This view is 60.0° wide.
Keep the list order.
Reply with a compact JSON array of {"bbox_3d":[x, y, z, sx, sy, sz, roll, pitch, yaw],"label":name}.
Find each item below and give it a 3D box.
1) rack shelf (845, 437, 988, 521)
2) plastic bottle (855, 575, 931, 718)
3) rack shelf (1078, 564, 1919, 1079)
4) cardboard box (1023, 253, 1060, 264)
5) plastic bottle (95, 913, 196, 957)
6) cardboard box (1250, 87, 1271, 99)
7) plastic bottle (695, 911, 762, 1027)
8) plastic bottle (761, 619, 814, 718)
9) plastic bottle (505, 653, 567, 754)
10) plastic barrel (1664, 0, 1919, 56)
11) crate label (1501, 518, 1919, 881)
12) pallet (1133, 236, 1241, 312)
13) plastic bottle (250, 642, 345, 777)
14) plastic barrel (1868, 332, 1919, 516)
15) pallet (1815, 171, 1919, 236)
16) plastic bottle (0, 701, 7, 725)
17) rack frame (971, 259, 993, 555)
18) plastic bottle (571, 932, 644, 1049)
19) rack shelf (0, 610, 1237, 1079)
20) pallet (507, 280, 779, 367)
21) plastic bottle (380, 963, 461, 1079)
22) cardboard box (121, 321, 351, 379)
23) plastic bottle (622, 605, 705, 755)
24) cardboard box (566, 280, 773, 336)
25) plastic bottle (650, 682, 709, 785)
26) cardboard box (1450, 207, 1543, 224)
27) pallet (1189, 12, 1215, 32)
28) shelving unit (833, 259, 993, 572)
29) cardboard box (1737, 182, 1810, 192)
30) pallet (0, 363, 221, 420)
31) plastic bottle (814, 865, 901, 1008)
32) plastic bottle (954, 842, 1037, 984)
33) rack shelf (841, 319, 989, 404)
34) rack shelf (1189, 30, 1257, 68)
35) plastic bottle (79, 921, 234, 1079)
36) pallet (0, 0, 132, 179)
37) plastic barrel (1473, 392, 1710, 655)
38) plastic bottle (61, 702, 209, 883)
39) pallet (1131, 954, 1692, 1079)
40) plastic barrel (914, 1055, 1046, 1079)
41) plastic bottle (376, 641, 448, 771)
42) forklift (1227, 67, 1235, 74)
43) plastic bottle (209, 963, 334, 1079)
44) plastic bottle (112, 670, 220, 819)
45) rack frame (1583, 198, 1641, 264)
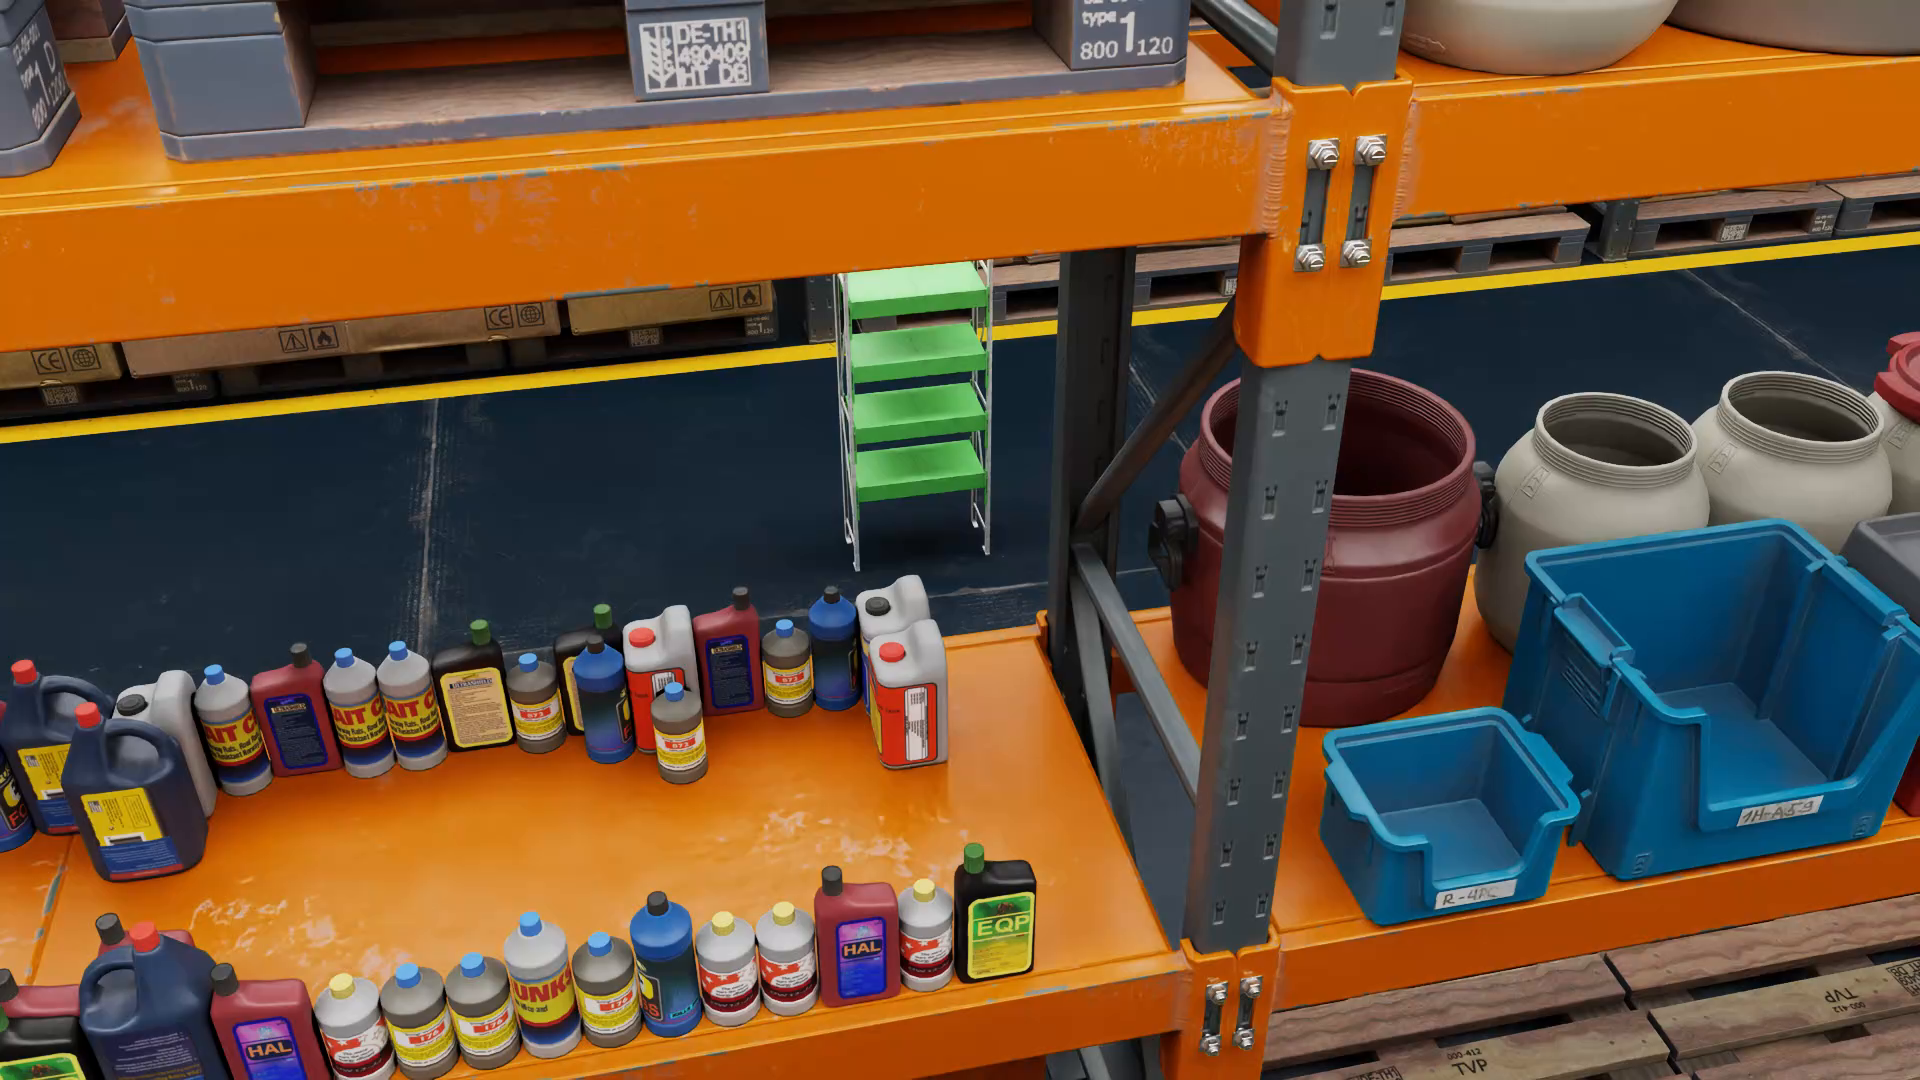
[{"bbox_3d":[-0.161,-0.226,6.055,0.480,0.148,0.258,-7,35,-11],"label":"rack shelf"},{"bbox_3d":[-0.135,0.209,3.358,0.135,0.276,0.152,-7,35,-11],"label":"plastic bottle"},{"bbox_3d":[2.309,0.333,3.708,4.000,0.370,1.077,-7,35,-11],"label":"rack shelf"},{"bbox_3d":[0.453,-1.725,7.977,0.500,0.500,0.700,-10,35,-14],"label":"cardboard box"},{"bbox_3d":[-1.269,0.695,2.627,0.133,0.283,0.061,-7,35,-11],"label":"plastic bottle"},{"bbox_3d":[1.549,-1.867,8.189,0.500,0.500,0.700,-10,35,-15],"label":"cardboard box"},{"bbox_3d":[-0.379,0.689,2.710,0.097,0.201,0.097,0,34,0],"label":"plastic bottle"},{"bbox_3d":[-0.349,0.251,3.362,0.097,0.201,0.097,0,34,0],"label":"plastic bottle"},{"bbox_3d":[-0.836,0.313,3.270,0.097,0.201,0.097,0,34,0],"label":"plastic bottle"},{"bbox_3d":[1.207,-1.157,2.140,0.600,0.901,0.600,0,34,0],"label":"plastic barrel"},{"bbox_3d":[1.387,0.290,3.094,0.616,0.435,0.502,-7,35,-11],"label":"crate label"},{"bbox_3d":[1.216,-1.497,8.292,1.213,0.211,1.003,-7,35,-11],"label":"pallet"},{"bbox_3d":[-1.272,0.323,3.181,0.133,0.283,0.061,-7,35,-11],"label":"plastic bottle"},{"bbox_3d":[2.141,-0.126,3.624,0.433,0.535,0.433,0,34,0],"label":"plastic barrel"},{"bbox_3d":[5.007,-1.999,9.040,1.213,0.211,1.003,-7,35,-11],"label":"pallet"},{"bbox_3d":[-1.809,0.391,3.080,0.133,0.283,0.061,-7,35,-11],"label":"plastic bottle"},{"bbox_3d":[0.077,-0.508,5.930,0.015,1.200,0.240,-7,35,-11],"label":"rack frame"},{"bbox_3d":[-0.569,0.713,2.674,0.097,0.201,0.097,0,34,0],"label":"plastic bottle"},{"bbox_3d":[-1.592,0.825,2.975,4.000,0.370,1.077,-7,35,-11],"label":"rack shelf"},{"bbox_3d":[-1.520,-1.198,7.846,1.213,0.211,1.003,-7,35,-11],"label":"pallet"},{"bbox_3d":[-0.853,0.749,2.621,0.097,0.201,0.097,0,34,0],"label":"plastic bottle"},{"bbox_3d":[-3.145,-1.412,7.192,0.875,0.875,1.225,-8,35,-12],"label":"cardboard box"},{"bbox_3d":[-0.586,0.266,3.273,0.135,0.276,0.152,-7,35,-11],"label":"plastic bottle"},{"bbox_3d":[-1.412,-1.630,7.518,0.875,0.875,1.225,-9,35,-13],"label":"cardboard box"},{"bbox_3d":[-0.541,0.362,3.196,0.097,0.201,0.097,0,34,0],"label":"plastic bottle"},{"bbox_3d":[2.564,-1.984,8.364,0.500,0.500,0.700,-10,35,-14],"label":"cardboard box"},{"bbox_3d":[1.187,-2.598,7.601,1.213,0.211,1.003,-7,35,-11],"label":"pallet"},{"bbox_3d":[-0.161,-0.478,5.885,0.503,1.200,0.258,-7,35,-11],"label":"shelving unit"},{"bbox_3d":[4.123,-2.142,8.616,0.500,0.500,0.500,3,34,5],"label":"cardboard box"},{"bbox_3d":[-3.900,-0.898,7.399,1.213,0.211,1.003,-7,35,-11],"label":"pallet"},{"bbox_3d":[-0.167,0.639,2.711,0.133,0.283,0.061,-7,35,-11],"label":"plastic bottle"},{"bbox_3d":[0.058,0.610,2.754,0.133,0.283,0.061,-7,35,-11],"label":"plastic bottle"},{"bbox_3d":[-0.161,-0.624,5.787,0.480,0.148,0.258,-7,35,-11],"label":"rack shelf"},{"bbox_3d":[1.216,-2.359,7.719,4.000,0.370,1.077,-7,35,-11],"label":"rack shelf"},{"bbox_3d":[-1.221,0.720,2.530,0.185,0.351,0.144,-7,35,-11],"label":"plastic bottle"},{"bbox_3d":[-1.695,-0.686,2.058,1.213,0.211,1.003,-7,35,-11],"label":"pallet"},{"bbox_3d":[1.315,-0.009,3.471,0.421,0.512,0.421,0,34,0],"label":"plastic barrel"},{"bbox_3d":[-1.480,0.432,2.958,0.185,0.351,0.144,-7,35,-11],"label":"plastic bottle"},{"bbox_3d":[1.122,1.364,4.028,1.213,0.211,1.003,-7,35,-11],"label":"pallet"},{"bbox_3d":[-0.115,1.076,3.525,0.708,0.830,0.600,-7,35,-11],"label":"plastic barrel"},{"bbox_3d":[-1.061,0.312,3.209,0.097,0.271,0.097,0,34,0],"label":"plastic bottle"},{"bbox_3d":[0.182,-4.144,9.795,3.031,2.935,1.130,24,41,31],"label":"forklift"},{"bbox_3d":[-1.057,0.751,2.544,0.133,0.283,0.061,-7,35,-11],"label":"plastic bottle"},{"bbox_3d":[-1.488,0.380,3.104,0.135,0.276,0.152,-7,35,-11],"label":"plastic bottle"},{"bbox_3d":[3.167,-2.904,7.885,0.127,3.000,1.000,-7,35,-11],"label":"rack frame"}]
